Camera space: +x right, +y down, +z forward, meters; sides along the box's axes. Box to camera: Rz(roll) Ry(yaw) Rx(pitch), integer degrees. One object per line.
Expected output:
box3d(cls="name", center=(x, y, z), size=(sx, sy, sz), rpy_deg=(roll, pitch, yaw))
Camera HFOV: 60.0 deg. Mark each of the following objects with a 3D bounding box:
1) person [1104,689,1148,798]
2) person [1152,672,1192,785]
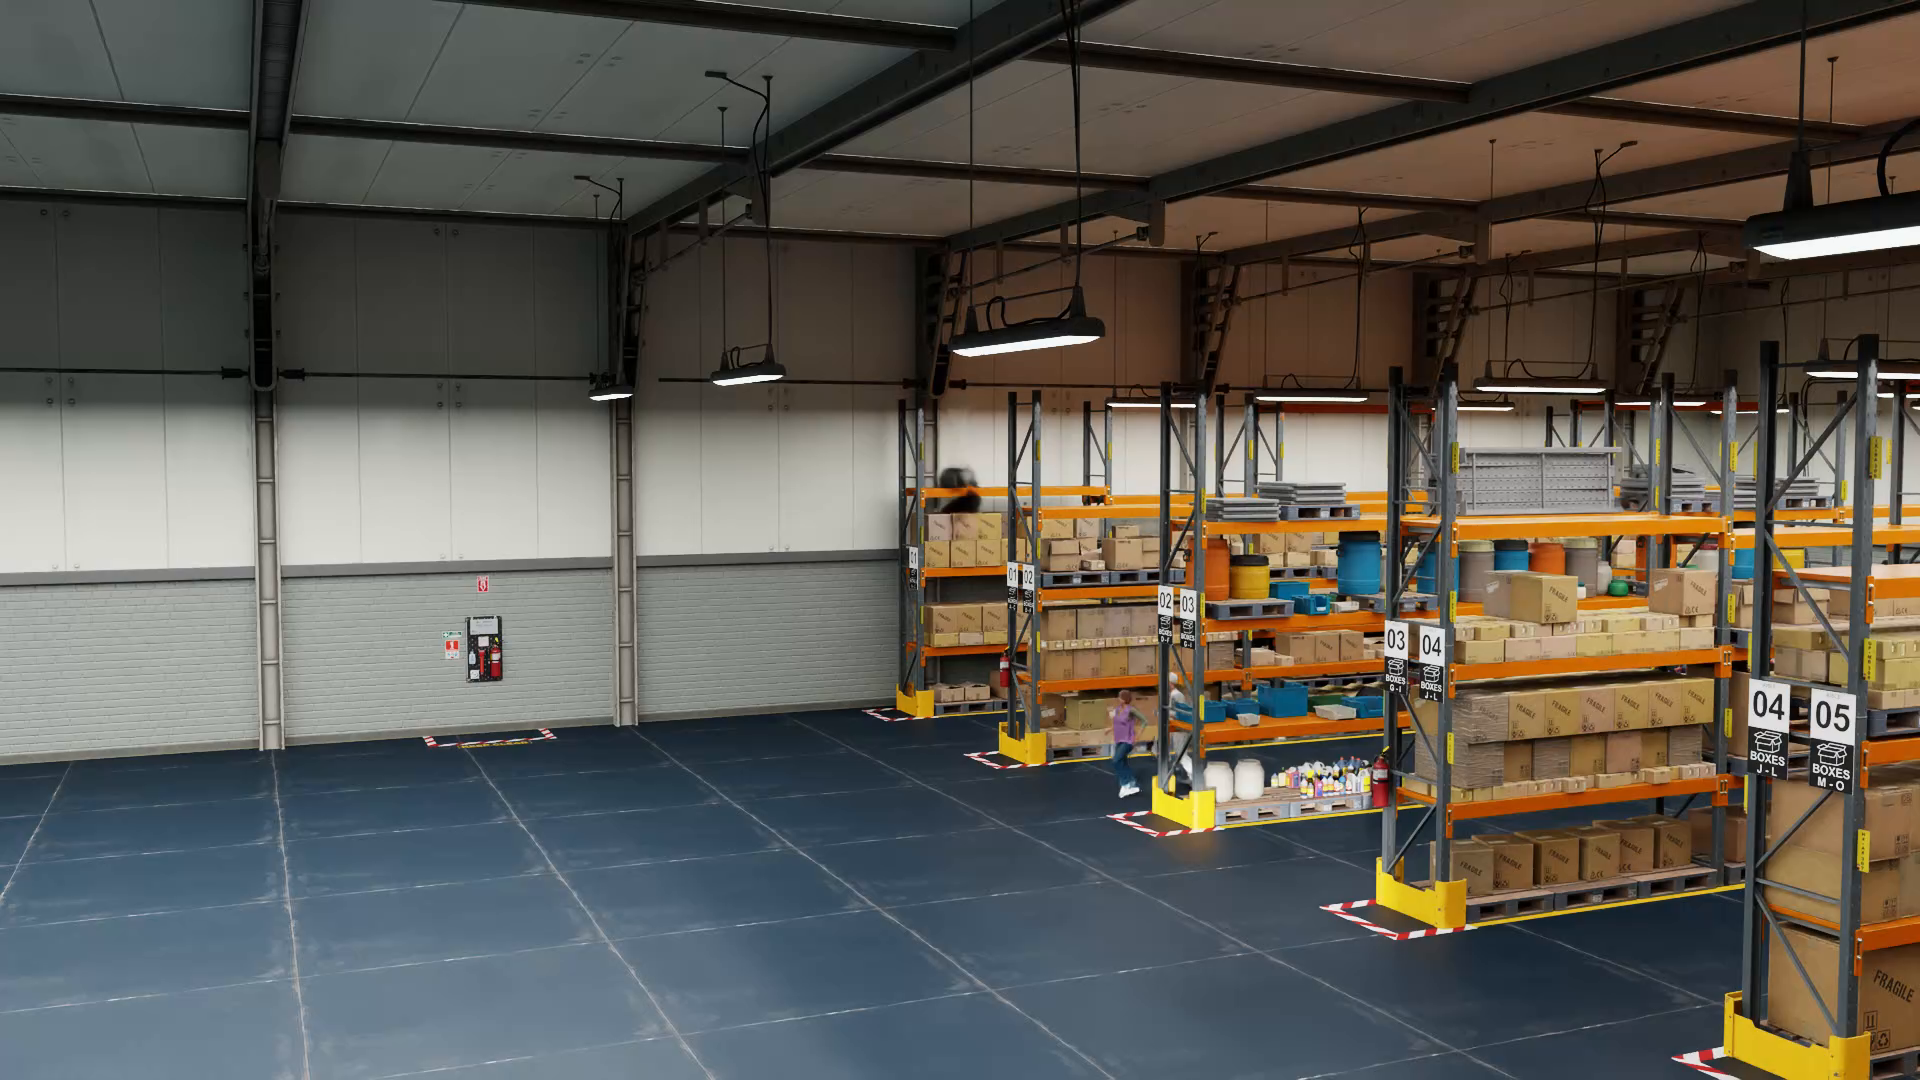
box3d(cls="person", center=(2.394, 2.958, 24.175), size=(0.633, 1.566, 0.553), rpy_deg=(-2, 4, -31))
box3d(cls="person", center=(3.207, 2.830, 24.734), size=(0.819, 1.741, 0.610), rpy_deg=(-1, 4, -23))
